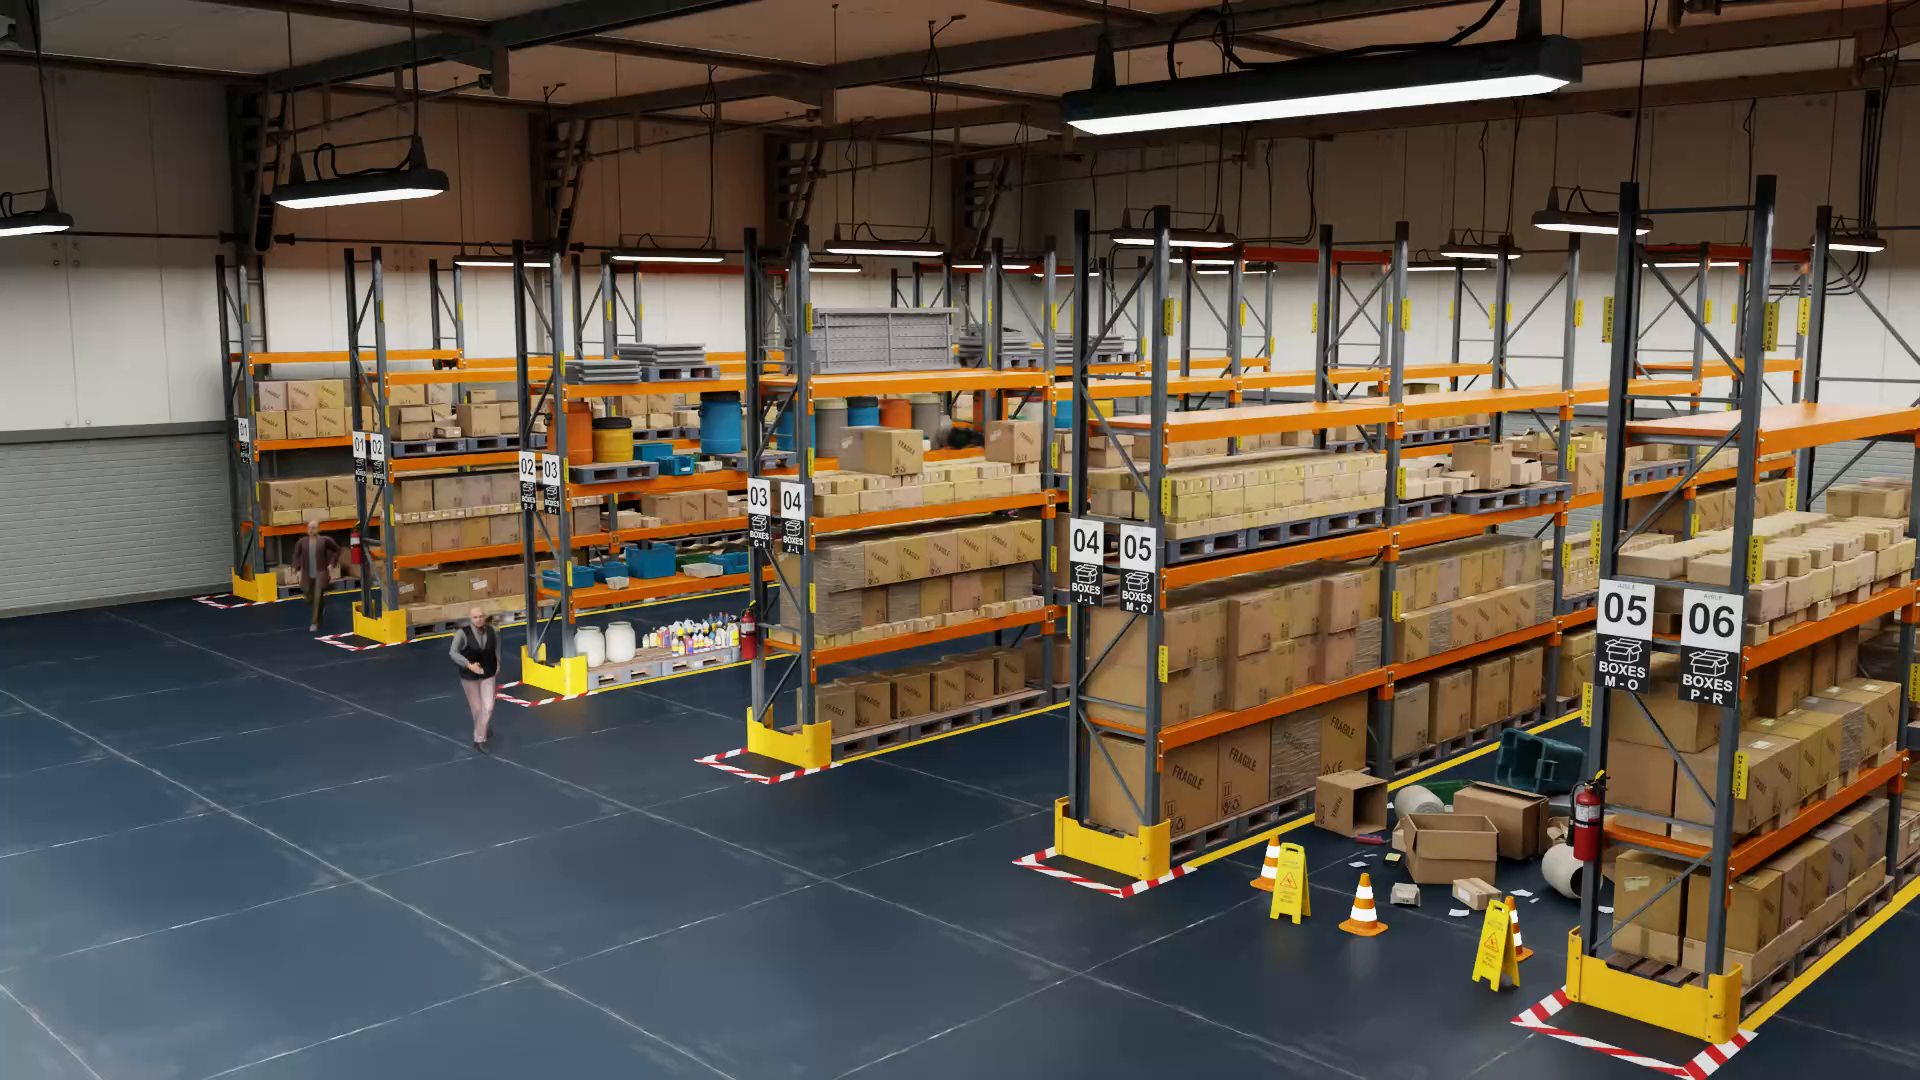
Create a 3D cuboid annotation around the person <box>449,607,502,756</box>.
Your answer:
[{"bbox_3d":[-5.642,1.595,19.405,0.617,1.704,0.815,-3,9,-22],"label":"person"}]

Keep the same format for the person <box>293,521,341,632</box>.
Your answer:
[{"bbox_3d":[-10.281,0.554,26.598,0.720,1.747,0.885,0,8,-3],"label":"person"}]
